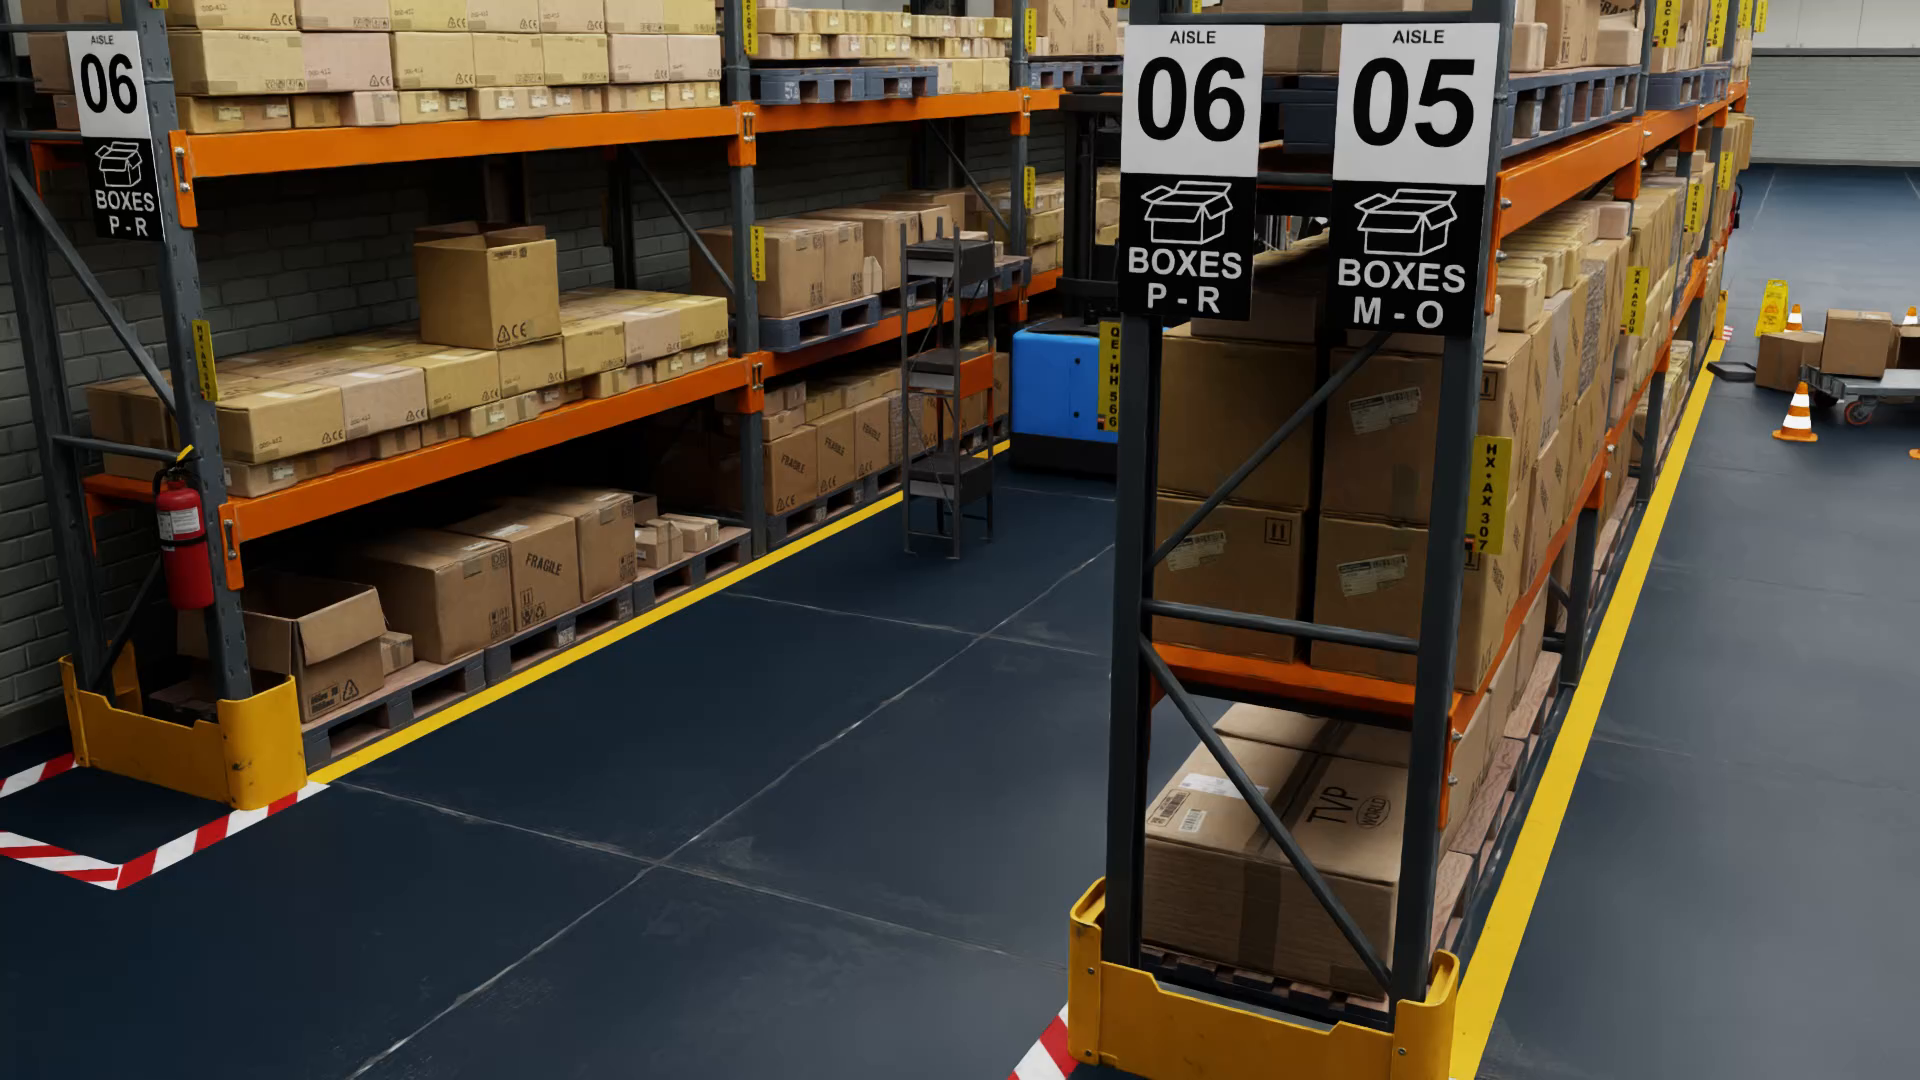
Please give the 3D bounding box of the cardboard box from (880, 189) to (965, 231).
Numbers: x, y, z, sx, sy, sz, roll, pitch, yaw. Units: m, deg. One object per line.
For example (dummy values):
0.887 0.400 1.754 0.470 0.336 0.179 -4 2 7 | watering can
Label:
-0.300 -2.546 13.416 0.500 0.500 0.500 9 19 28 | cardboard box

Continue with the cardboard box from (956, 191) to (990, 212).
0.034 -2.876 14.124 0.380 0.149 0.250 9 19 27 | cardboard box

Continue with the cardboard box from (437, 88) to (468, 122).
-2.562 -2.062 7.871 0.380 0.149 0.250 8 18 25 | cardboard box

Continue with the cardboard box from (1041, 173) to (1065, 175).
0.999 -3.471 16.127 0.380 0.149 0.250 8 18 25 | cardboard box

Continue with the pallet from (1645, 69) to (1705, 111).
3.775 -2.669 9.806 1.003 0.211 1.213 9 19 28 | pallet

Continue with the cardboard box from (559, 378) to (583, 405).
-2.272 -0.834 9.005 0.380 0.149 0.250 8 18 26 | cardboard box

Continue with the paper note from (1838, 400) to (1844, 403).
8.062 -1.291 15.318 0.148 0.019 0.142 8 18 25 | paper note

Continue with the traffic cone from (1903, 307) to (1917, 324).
10.193 -2.271 17.858 0.336 0.463 0.334 8 18 25 | traffic cone

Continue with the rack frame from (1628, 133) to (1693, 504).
4.512 -1.778 11.742 1.000 3.000 0.127 8 18 25 | rack frame

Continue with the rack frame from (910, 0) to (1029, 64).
0.070 -5.284 13.010 1.000 3.000 0.127 8 18 25 | rack frame

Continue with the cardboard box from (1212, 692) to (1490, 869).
1.544 0.872 6.583 0.875 0.438 0.875 9 19 27 | cardboard box

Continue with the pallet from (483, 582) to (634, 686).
-2.569 0.434 9.193 1.003 0.211 1.213 8 18 25 | pallet

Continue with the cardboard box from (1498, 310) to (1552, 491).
1.631 -0.486 5.460 0.500 0.500 0.500 8 18 24 | cardboard box

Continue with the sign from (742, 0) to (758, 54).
-1.229 -3.008 9.708 0.100 0.325 0.005 8 18 25 | sign

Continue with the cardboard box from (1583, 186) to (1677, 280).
4.065 -1.883 10.163 0.500 0.500 0.500 8 18 25 | cardboard box

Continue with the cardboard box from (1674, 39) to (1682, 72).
3.603 -2.564 8.793 0.380 0.166 0.250 7 18 22 | cardboard box

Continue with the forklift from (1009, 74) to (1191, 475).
1.492 -2.255 13.468 1.130 2.935 3.031 8 18 25 | forklift

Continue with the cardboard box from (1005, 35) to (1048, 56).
0.497 -4.034 13.566 0.380 0.166 0.250 8 18 25 | cardboard box

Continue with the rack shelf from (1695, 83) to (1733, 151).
5.406 -3.380 13.132 1.077 0.370 4.000 8 18 25 | rack shelf

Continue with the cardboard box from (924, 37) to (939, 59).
-0.375 -3.591 12.142 0.380 0.149 0.250 8 18 26 | cardboard box

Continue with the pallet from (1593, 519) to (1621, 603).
3.546 0.060 10.452 1.003 0.211 1.213 8 18 25 | pallet

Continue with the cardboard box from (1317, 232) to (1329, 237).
1.573 -1.092 6.360 0.380 0.149 0.250 9 19 27 | cardboard box

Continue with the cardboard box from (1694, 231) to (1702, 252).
5.989 -2.511 13.913 0.380 0.149 0.250 8 18 26 | cardboard box

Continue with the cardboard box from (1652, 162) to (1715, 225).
6.298 -3.042 14.561 0.500 0.500 0.500 8 18 24 | cardboard box

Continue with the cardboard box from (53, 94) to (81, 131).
-3.569 -1.799 6.986 0.380 0.149 0.250 9 19 27 | cardboard box

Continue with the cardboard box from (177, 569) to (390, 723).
-3.147 0.481 7.784 0.797 0.503 0.637 7 18 23 | cardboard box

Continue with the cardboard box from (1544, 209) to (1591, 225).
2.536 -1.363 7.273 0.380 0.149 0.250 8 18 25 | cardboard box

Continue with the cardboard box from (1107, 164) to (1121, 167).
1.771 -3.901 17.574 0.380 0.149 0.250 8 18 25 | cardboard box

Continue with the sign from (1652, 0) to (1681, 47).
3.222 -2.412 7.563 0.100 0.325 0.005 8 18 25 | sign

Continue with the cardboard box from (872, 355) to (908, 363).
-0.445 -1.304 12.661 0.380 0.149 0.250 8 18 25 | cardboard box

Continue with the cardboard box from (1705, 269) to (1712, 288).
6.914 -2.490 15.776 0.380 0.149 0.250 8 18 26 | cardboard box

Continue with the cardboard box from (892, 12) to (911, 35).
-0.556 -3.519 11.341 0.380 0.149 0.250 8 18 26 | cardboard box

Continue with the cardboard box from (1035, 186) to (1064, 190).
0.791 -3.016 14.596 0.380 0.149 0.250 8 18 26 | cardboard box

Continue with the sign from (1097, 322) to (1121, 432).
0.458 -0.481 4.927 0.100 0.325 0.005 8 18 25 | sign

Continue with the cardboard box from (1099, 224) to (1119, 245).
1.173 -2.810 15.480 0.500 0.250 0.500 9 19 27 | cardboard box

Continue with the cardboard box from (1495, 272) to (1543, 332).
1.616 -0.761 5.247 0.380 0.149 0.250 9 19 27 | cardboard box

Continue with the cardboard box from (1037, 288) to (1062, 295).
1.280 -2.159 16.459 0.875 0.625 0.625 8 18 25 | cardboard box

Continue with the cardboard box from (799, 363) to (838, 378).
-1.131 -1.230 12.409 0.380 0.149 0.250 7 18 23 | cardboard box

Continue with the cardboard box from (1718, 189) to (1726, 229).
7.185 -3.321 16.239 0.500 0.500 0.500 8 18 25 | cardboard box

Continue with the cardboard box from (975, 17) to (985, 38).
-0.032 -3.929 12.758 0.380 0.149 0.250 7 18 24 | cardboard box

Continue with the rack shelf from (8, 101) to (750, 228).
-2.611 -1.973 8.394 1.077 0.370 4.000 8 18 25 | rack shelf

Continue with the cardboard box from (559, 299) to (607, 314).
-2.398 -1.240 9.671 0.500 0.250 0.500 8 18 25 | cardboard box

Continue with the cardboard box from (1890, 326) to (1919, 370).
9.156 -1.675 15.542 0.797 0.637 0.503 8 18 25 | cardboard box

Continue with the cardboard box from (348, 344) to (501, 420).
-2.613 -0.781 8.125 0.500 0.250 0.500 8 18 24 | cardboard box

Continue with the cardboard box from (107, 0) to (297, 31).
-3.082 -2.200 6.758 0.500 0.250 0.500 8 18 25 | cardboard box

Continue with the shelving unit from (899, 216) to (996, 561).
-0.074 -0.964 10.583 0.431 2.100 0.503 8 18 25 | shelving unit

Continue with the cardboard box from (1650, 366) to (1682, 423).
5.440 -1.244 13.820 0.950 0.372 0.625 9 19 27 | cardboard box

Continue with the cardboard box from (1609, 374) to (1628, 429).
3.157 -0.766 8.597 0.500 0.250 0.500 8 18 24 | cardboard box

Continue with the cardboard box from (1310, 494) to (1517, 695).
1.408 0.126 5.155 0.500 0.500 0.500 8 18 25 | cardboard box

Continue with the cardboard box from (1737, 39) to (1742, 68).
6.963 -4.515 15.430 0.500 0.250 0.500 8 18 25 | cardboard box

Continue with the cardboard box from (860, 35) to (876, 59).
-0.774 -3.242 10.932 0.380 0.149 0.250 8 18 25 | cardboard box

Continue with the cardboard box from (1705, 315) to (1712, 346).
7.499 -2.194 17.234 0.500 0.250 0.500 7 18 23 | cardboard box

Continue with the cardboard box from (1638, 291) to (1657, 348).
3.630 -1.264 9.399 0.500 0.250 0.500 8 18 26 | cardboard box

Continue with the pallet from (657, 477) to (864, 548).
-1.388 -0.265 11.545 1.003 0.211 1.213 8 18 25 | pallet

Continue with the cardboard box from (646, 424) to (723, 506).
-1.763 -0.555 11.278 0.500 0.500 0.500 8 18 25 | cardboard box

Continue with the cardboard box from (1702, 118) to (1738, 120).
7.338 -3.947 16.591 0.700 0.500 0.500 8 18 25 | cardboard box
